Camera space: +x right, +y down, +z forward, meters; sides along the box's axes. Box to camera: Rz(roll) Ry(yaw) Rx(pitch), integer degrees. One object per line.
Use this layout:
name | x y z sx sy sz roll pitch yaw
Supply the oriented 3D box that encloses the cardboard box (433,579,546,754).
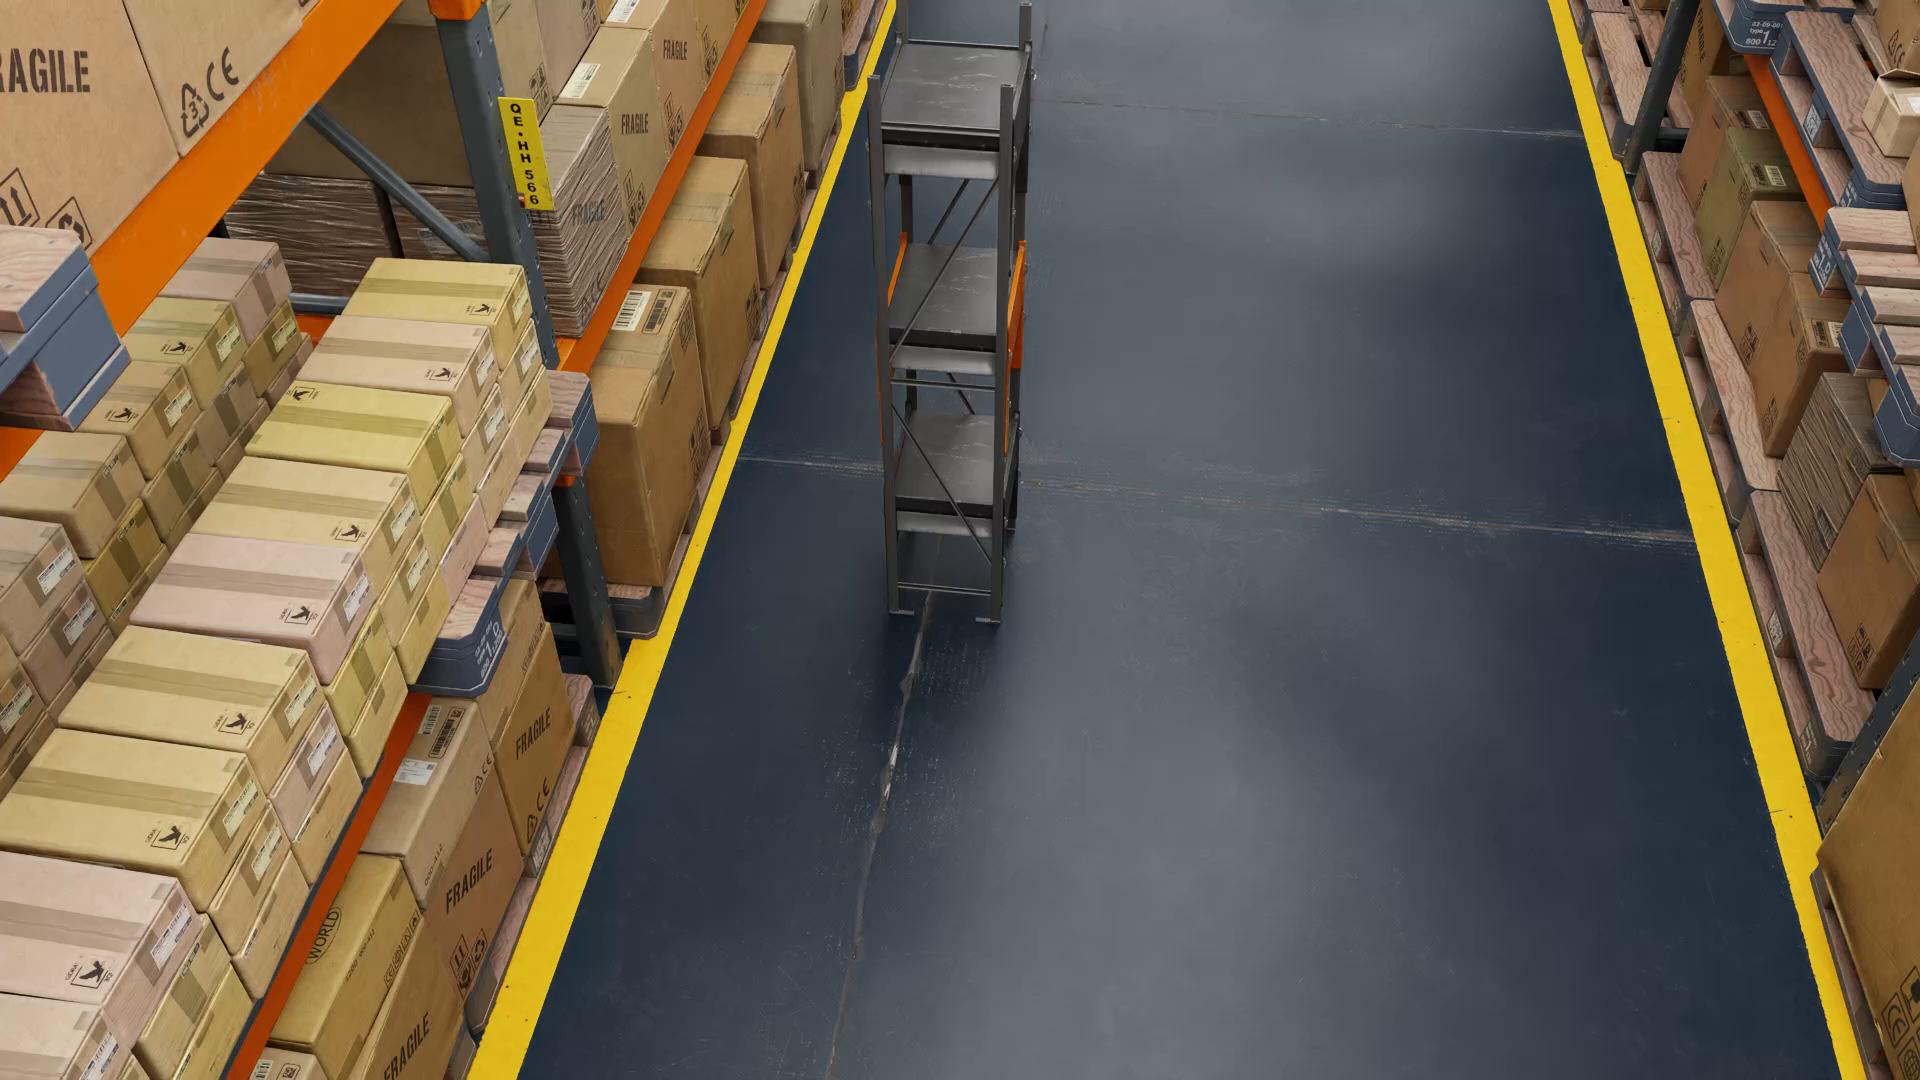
cardboard box | -1.505 0.316 4.702 0.500 0.250 0.500 4 44 5

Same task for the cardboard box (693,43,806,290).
cardboard box | -1.270 -1.631 7.121 1.050 0.750 0.750 5 44 6

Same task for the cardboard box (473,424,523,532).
cardboard box | -1.319 -0.172 4.127 0.380 0.149 0.250 5 44 5

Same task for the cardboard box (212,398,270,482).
cardboard box | -1.969 -0.249 4.209 0.380 0.149 0.250 7 44 8

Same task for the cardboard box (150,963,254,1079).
cardboard box | -1.528 0.890 3.005 0.380 0.149 0.250 5 44 5

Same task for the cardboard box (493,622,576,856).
cardboard box | -1.502 0.570 4.979 0.500 0.500 0.500 5 44 5

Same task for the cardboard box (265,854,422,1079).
cardboard box | -1.644 1.006 3.973 0.500 0.250 0.500 6 44 6

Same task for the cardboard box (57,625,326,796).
cardboard box | -1.458 0.322 3.173 0.380 0.149 0.250 7 44 8

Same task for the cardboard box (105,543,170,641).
cardboard box | -2.039 0.119 3.820 0.380 0.149 0.250 7 44 7

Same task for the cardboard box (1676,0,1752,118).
cardboard box | 3.850 -2.377 8.092 0.500 0.500 0.500 4 44 4

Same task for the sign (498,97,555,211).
sign | -1.135 -1.006 4.346 0.100 0.325 0.005 5 44 6

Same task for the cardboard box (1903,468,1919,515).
cardboard box | 3.287 -0.121 5.149 0.500 0.250 0.500 7 44 7

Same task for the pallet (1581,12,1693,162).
pallet | 3.811 -2.312 8.538 1.003 0.211 1.213 5 44 6

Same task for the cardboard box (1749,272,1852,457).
cardboard box | 3.426 -0.614 6.215 0.700 0.500 0.500 9 44 9

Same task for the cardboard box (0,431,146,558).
cardboard box | -2.033 -0.107 3.626 0.380 0.149 0.250 4 44 4

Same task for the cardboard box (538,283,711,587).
cardboard box | -1.505 -0.400 5.821 1.050 0.750 0.750 5 44 5

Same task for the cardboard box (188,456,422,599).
cardboard box | -1.387 -0.027 3.542 0.380 0.149 0.250 6 44 7

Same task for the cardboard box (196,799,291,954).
cardboard box | -1.491 0.607 3.088 0.380 0.149 0.250 4 44 5

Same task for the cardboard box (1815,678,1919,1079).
cardboard box | 3.117 0.950 4.305 1.225 0.875 0.875 3 44 4

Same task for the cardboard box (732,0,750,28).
cardboard box | -1.083 -2.351 6.478 0.500 0.500 0.500 6 44 6

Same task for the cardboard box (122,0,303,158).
cardboard box | -1.551 -1.029 2.900 0.500 0.500 0.500 5 44 6

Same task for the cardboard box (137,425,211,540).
cardboard box | -2.003 -0.148 3.886 0.380 0.149 0.250 4 44 4

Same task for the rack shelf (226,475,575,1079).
rack shelf | -1.939 0.967 3.570 1.077 0.370 4.000 5 44 6

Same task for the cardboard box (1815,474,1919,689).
cardboard box | 3.297 0.152 5.406 0.700 0.500 0.500 3 44 3

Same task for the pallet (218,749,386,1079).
pallet | -1.896 0.765 3.400 1.003 0.211 1.213 5 44 6

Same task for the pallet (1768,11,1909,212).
pallet | 3.450 -1.421 5.708 1.003 0.211 1.213 5 44 6

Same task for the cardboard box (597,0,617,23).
cardboard box | -1.474 -2.056 5.440 0.700 0.500 0.500 5 44 5

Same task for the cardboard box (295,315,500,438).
cardboard box | -1.320 -0.388 3.923 0.380 0.149 0.250 5 44 5

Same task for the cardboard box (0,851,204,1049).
cardboard box | -1.525 0.684 2.791 0.380 0.149 0.250 7 44 7

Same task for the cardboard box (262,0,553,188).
cardboard box | -1.605 -1.362 4.707 0.700 0.500 0.500 5 44 5

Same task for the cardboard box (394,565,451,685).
cardboard box | -1.389 0.173 3.763 0.380 0.149 0.250 5 44 5

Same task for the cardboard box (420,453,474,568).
cardboard box | -1.354 -0.087 3.821 0.380 0.149 0.250 6 44 7

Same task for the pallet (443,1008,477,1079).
pallet | -1.943 1.717 4.283 1.003 0.211 1.213 5 44 6

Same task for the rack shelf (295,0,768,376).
rack shelf | -1.410 -1.759 6.449 1.077 0.370 4.000 5 44 6

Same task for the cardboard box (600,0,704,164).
cardboard box | -1.216 -1.665 5.755 0.500 0.500 0.500 5 44 5

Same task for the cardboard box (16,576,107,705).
cardboard box | -2.070 0.193 3.525 0.380 0.149 0.250 5 44 6

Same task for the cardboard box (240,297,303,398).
cardboard box | -1.937 -0.516 4.274 0.380 0.149 0.250 7 44 7

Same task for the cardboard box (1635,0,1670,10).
cardboard box | 3.922 -3.199 8.959 0.500 0.500 0.500 2 43 2

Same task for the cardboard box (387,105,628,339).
cardboard box | -1.348 -0.975 5.025 0.500 0.500 0.500 6 44 6

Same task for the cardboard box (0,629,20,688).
cardboard box | -2.100 0.259 3.240 0.380 0.149 0.250 6 44 7

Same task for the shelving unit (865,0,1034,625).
shelving unit | -0.022 -0.650 5.409 0.431 2.100 0.503 5 44 6

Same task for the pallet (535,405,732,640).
pallet | -1.496 -0.175 6.281 1.003 0.211 1.213 5 44 6

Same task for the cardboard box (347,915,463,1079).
cardboard box | -1.629 1.286 4.223 0.500 0.500 0.500 3 44 4

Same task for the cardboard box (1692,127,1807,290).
cardboard box | 3.573 -1.376 7.019 0.700 0.500 0.500 5 44 5

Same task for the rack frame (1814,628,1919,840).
rack frame | 3.229 -0.138 4.214 1.000 3.000 0.127 5 44 6

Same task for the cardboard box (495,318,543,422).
cardboard box | -1.289 -0.448 4.203 0.380 0.149 0.250 6 44 6

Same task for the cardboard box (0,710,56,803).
cardboard box | -2.107 0.472 3.447 0.380 0.149 0.250 6 44 6

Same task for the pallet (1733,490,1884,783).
pallet | 3.333 0.343 5.735 1.003 0.211 1.213 5 44 6

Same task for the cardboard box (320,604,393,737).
cardboard box | -1.423 0.253 3.462 0.380 0.149 0.250 5 44 5

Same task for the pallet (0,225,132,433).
pallet | -1.882 -0.070 2.098 1.213 0.211 1.003 5 44 6

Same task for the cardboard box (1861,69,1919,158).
cardboard box | 3.181 -1.402 5.342 0.396 0.266 0.258 4 44 4

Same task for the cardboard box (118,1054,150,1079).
cardboard box | -1.562 0.959 2.717 0.380 0.149 0.250 7 44 7

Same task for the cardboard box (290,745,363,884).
cardboard box | -1.459 0.533 3.383 0.380 0.149 0.250 6 44 7

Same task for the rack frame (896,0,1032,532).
rack frame | 0.010 -0.816 5.585 0.400 2.100 0.015 5 44 6

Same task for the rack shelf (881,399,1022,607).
rack shelf | -0.022 -0.131 5.900 0.431 0.518 0.480 5 44 6

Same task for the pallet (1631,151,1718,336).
pallet | 3.656 -1.320 7.491 1.003 0.211 1.213 5 44 6

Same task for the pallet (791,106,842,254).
pallet | -1.173 -1.838 8.038 1.003 0.211 1.213 5 44 6

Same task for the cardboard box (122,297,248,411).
cardboard box | -1.961 -0.454 3.992 0.380 0.149 0.250 4 44 4
